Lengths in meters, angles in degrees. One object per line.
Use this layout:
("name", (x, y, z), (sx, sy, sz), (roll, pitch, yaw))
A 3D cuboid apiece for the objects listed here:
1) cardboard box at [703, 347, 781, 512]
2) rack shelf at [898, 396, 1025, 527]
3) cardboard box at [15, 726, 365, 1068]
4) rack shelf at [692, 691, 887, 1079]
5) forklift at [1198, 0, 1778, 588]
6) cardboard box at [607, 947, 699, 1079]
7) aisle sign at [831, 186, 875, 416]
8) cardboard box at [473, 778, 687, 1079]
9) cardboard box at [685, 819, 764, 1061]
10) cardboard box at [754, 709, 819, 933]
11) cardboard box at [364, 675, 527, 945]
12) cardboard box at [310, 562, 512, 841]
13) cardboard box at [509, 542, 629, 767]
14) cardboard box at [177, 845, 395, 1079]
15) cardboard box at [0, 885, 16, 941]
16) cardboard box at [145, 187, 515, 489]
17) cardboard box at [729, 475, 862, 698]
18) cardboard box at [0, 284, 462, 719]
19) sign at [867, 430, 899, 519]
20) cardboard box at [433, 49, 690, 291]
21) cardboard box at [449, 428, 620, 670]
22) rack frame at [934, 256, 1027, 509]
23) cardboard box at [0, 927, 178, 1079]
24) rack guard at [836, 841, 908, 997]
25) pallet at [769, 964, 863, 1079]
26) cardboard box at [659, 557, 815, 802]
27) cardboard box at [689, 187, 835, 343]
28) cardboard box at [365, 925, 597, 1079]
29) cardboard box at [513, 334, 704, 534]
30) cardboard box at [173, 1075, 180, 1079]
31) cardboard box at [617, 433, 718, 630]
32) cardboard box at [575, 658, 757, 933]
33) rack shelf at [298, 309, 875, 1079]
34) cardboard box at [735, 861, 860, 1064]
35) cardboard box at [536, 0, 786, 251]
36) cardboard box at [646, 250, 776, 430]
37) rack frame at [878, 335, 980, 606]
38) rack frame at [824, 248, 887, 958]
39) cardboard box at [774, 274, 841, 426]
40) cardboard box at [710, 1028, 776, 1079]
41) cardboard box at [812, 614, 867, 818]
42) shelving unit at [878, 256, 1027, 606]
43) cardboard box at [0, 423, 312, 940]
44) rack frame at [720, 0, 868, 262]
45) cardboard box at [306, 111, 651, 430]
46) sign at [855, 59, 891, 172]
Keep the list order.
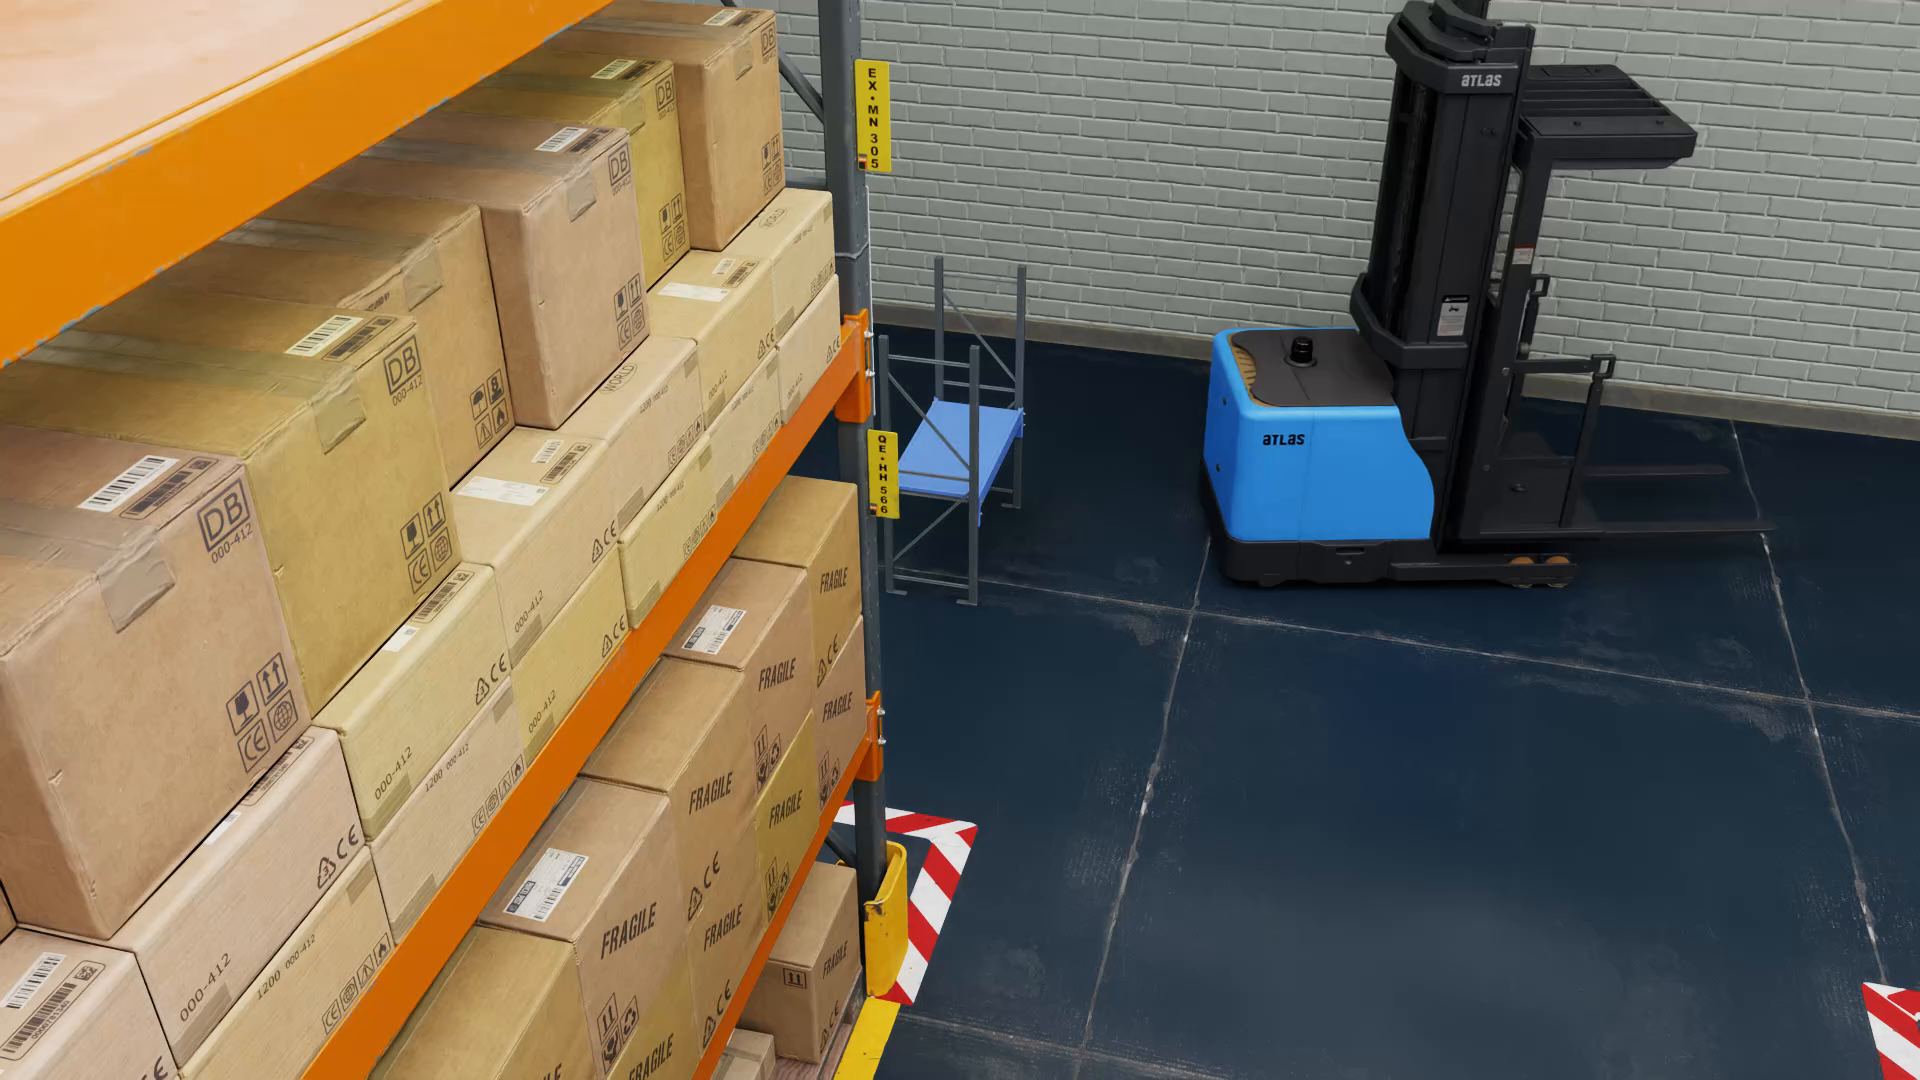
("cardboard box", (-0.797, -0.321, 4.372), (0.500, 0.250, 0.500), (8, 33, 12))
("rack shelf", (-0.022, -0.437, 8.944), (0.538, 0.185, 1.000), (8, 33, 12))
("cardboard box", (-1.310, 0.505, 2.607), (0.500, 0.250, 0.500), (8, 33, 12))
("rack shelf", (-1.292, 1.663, 4.579), (1.077, 0.370, 4.000), (8, 33, 12))
("forklift", (2.905, -1.264, 8.576), (3.031, 2.935, 1.130), (-1, 32, -2))
("cardboard box", (-1.023, 1.338, 4.326), (0.500, 0.500, 0.500), (8, 33, 12))
("aisle sign", (-0.470, -0.770, 5.311), (0.394, 0.787, 0.004), (8, 33, 12))
("cardboard box", (-1.016, 0.924, 4.045), (0.500, 0.500, 0.500), (9, 34, 14))
("cardboard box", (-0.894, 1.076, 4.738), (0.500, 0.500, 0.500), (8, 33, 13))
("cardboard box", (-0.763, 0.818, 5.144), (0.500, 0.500, 0.500), (8, 33, 13))
("cardboard box", (-1.177, 0.458, 3.148), (0.500, 0.250, 0.500), (8, 33, 12))
("cardboard box", (-1.172, 0.247, 3.013), (0.500, 0.250, 0.500), (8, 33, 12))
("cardboard box", (-1.054, 0.198, 3.557), (0.500, 0.250, 0.500), (8, 33, 12))
("cardboard box", (-1.305, 0.717, 2.740), (0.500, 0.250, 0.500), (8, 33, 12))
("cardboard box", (-1.713, 0.409, 2.059), (0.700, 0.500, 0.500), (8, 33, 12))
("cardboard box", (-1.348, -0.371, 3.287), (0.700, 0.500, 0.500), (8, 33, 12))
("cardboard box", (-0.631, 0.125, 5.301), (0.500, 0.500, 0.500), (8, 33, 12))
("cardboard box", (-1.328, -0.091, 2.846), (0.700, 0.500, 0.500), (8, 33, 12))
("sign", (-0.252, -0.215, 5.488), (0.100, 0.325, 0.005), (8, 33, 12))
("cardboard box", (-1.107, -0.892, 4.106), (0.700, 0.500, 0.500), (8, 33, 12))
("cardboard box", (-1.045, -0.012, 3.421), (0.500, 0.250, 0.500), (8, 33, 12))
("rack frame", (0.107, -0.852, 9.263), (0.500, 1.500, 0.032), (8, 33, 12))
("cardboard box", (-1.435, 0.765, 2.199), (0.500, 0.250, 0.500), (8, 33, 12))
("rack guard", (-0.803, 1.416, 6.627), (1.175, 0.500, 0.348), (8, 33, 12))
("pallet", (-1.005, 1.951, 6.054), (1.003, 0.211, 1.213), (8, 33, 12))
("cardboard box", (-0.758, 0.388, 4.889), (0.500, 0.500, 0.500), (9, 34, 14))
("cardboard box", (-0.668, -0.791, 4.646), (0.500, 0.250, 0.500), (8, 33, 12))
("cardboard box", (-1.146, 1.192, 3.624), (0.500, 0.500, 0.500), (7, 33, 11))
("cardboard box", (-0.925, -0.273, 3.830), (0.500, 0.250, 0.500), (8, 33, 12))
("cardboard box", (-1.436, 0.976, 2.333), (0.500, 0.250, 0.500), (8, 33, 12))
("cardboard box", (-0.911, -0.060, 3.962), (0.500, 0.250, 0.500), (8, 33, 12))
("cardboard box", (-0.885, 0.657, 4.465), (0.500, 0.500, 0.500), (9, 34, 14))
("rack shelf", (-1.292, 0.397, 3.774), (1.077, 0.370, 4.000), (8, 33, 12))
("cardboard box", (-0.684, 1.506, 6.075), (0.500, 0.500, 0.500), (8, 33, 12))
("cardboard box", (-0.899, -1.140, 4.496), (0.700, 0.500, 0.500), (8, 33, 12))
("cardboard box", (-0.794, -0.532, 4.238), (0.500, 0.250, 0.500), (8, 33, 12))
("rack frame", (-0.151, -0.325, 8.433), (0.500, 1.500, 0.032), (8, 33, 12))
("rack frame", (-0.784, 0.321, 6.019), (1.000, 3.000, 0.127), (8, 33, 12))
("cardboard box", (-0.659, -0.579, 4.778), (0.500, 0.250, 0.500), (8, 33, 12))
("cardboard box", (-0.874, 1.845, 5.853), (0.380, 0.166, 0.250), (8, 33, 12))
("cardboard box", (-0.634, 0.548, 5.568), (0.500, 0.500, 0.500), (9, 34, 14))
("shelving unit", (-0.022, -0.589, 8.848), (0.538, 1.500, 1.048), (8, 33, 12))
("cardboard box", (-1.449, 0.169, 2.437), (0.700, 0.500, 0.500), (8, 33, 12))
("rack frame", (-0.784, -2.211, 4.409), (1.000, 3.000, 0.127), (8, 33, 12))
("cardboard box", (-1.131, -0.618, 3.675), (0.700, 0.500, 0.500), (8, 33, 12))
("sign", (-0.252, -1.232, 4.841), (0.100, 0.325, 0.005), (8, 33, 12))
